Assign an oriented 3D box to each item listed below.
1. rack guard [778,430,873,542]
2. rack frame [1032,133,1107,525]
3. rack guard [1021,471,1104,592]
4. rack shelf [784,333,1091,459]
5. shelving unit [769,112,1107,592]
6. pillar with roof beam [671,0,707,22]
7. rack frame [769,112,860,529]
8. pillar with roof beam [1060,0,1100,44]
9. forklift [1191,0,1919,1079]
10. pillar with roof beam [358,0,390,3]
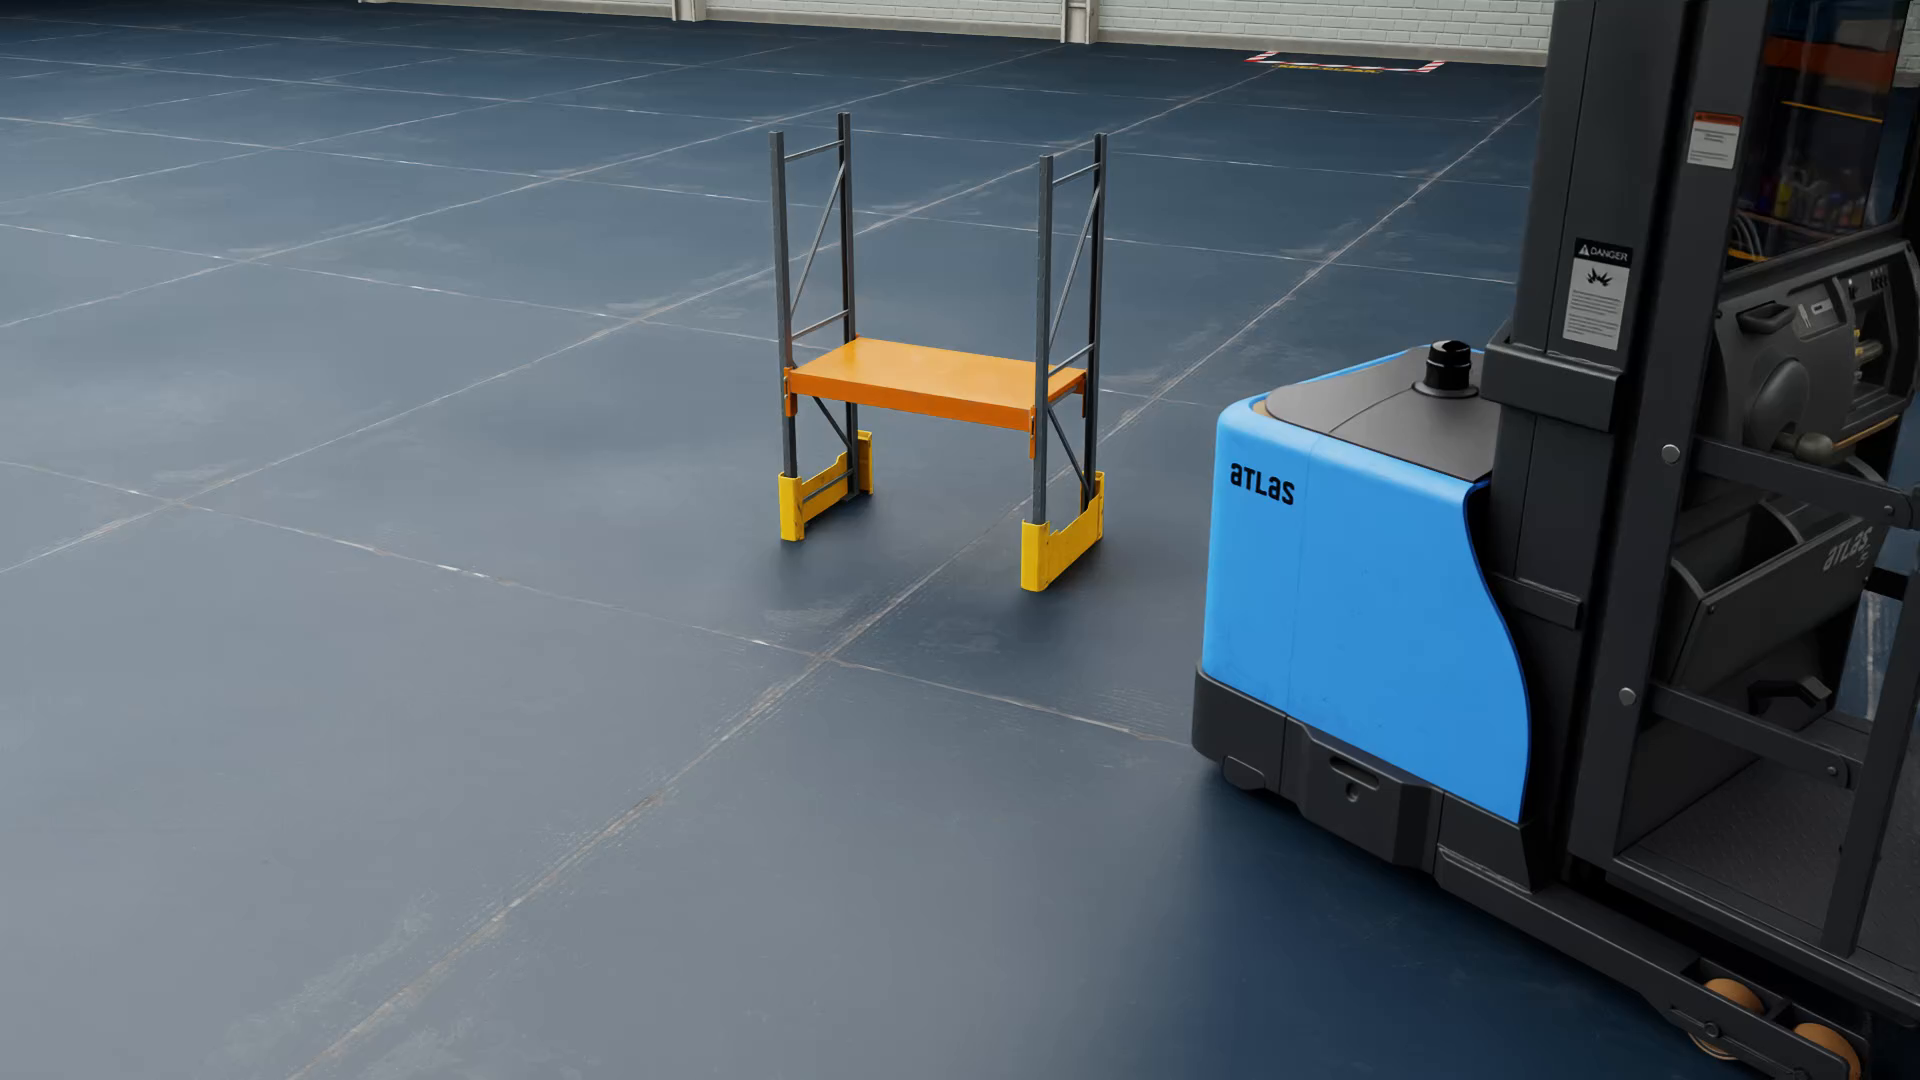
[{"bbox_3d":[-0.512,-0.216,6.440,0.087,0.250,0.587,11,25,25],"label":"rack guard"},{"bbox_3d":[0.378,-0.615,5.781,0.032,1.500,0.500,11,25,25],"label":"rack frame"},{"bbox_3d":[0.376,-0.041,6.026,0.087,0.250,0.587,11,25,25],"label":"rack guard"},{"bbox_3d":[-0.076,-0.540,6.062,1.000,0.185,0.538,11,25,25],"label":"rack shelf"},{"bbox_3d":[-0.068,-0.704,5.988,1.083,1.500,0.587,11,25,25],"label":"shelving unit"},{"bbox_3d":[-5.779,-10.029,18.333,0.400,9.000,9.100,11,25,25],"label":"pillar with roof beam"},{"bbox_3d":[-0.530,-0.795,6.203,0.032,1.500,0.500,11,25,25],"label":"rack frame"},{"bbox_3d":[-0.425,-8.969,15.842,0.400,9.000,9.100,11,25,25],"label":"pillar with roof beam"},{"bbox_3d":[1.987,-0.389,3.421,1.130,2.935,3.031,-18,29,-36],"label":"forklift"},{"bbox_3d":[-11.134,-11.088,20.824,0.400,9.000,9.100,11,25,25],"label":"pillar with roof beam"}]
